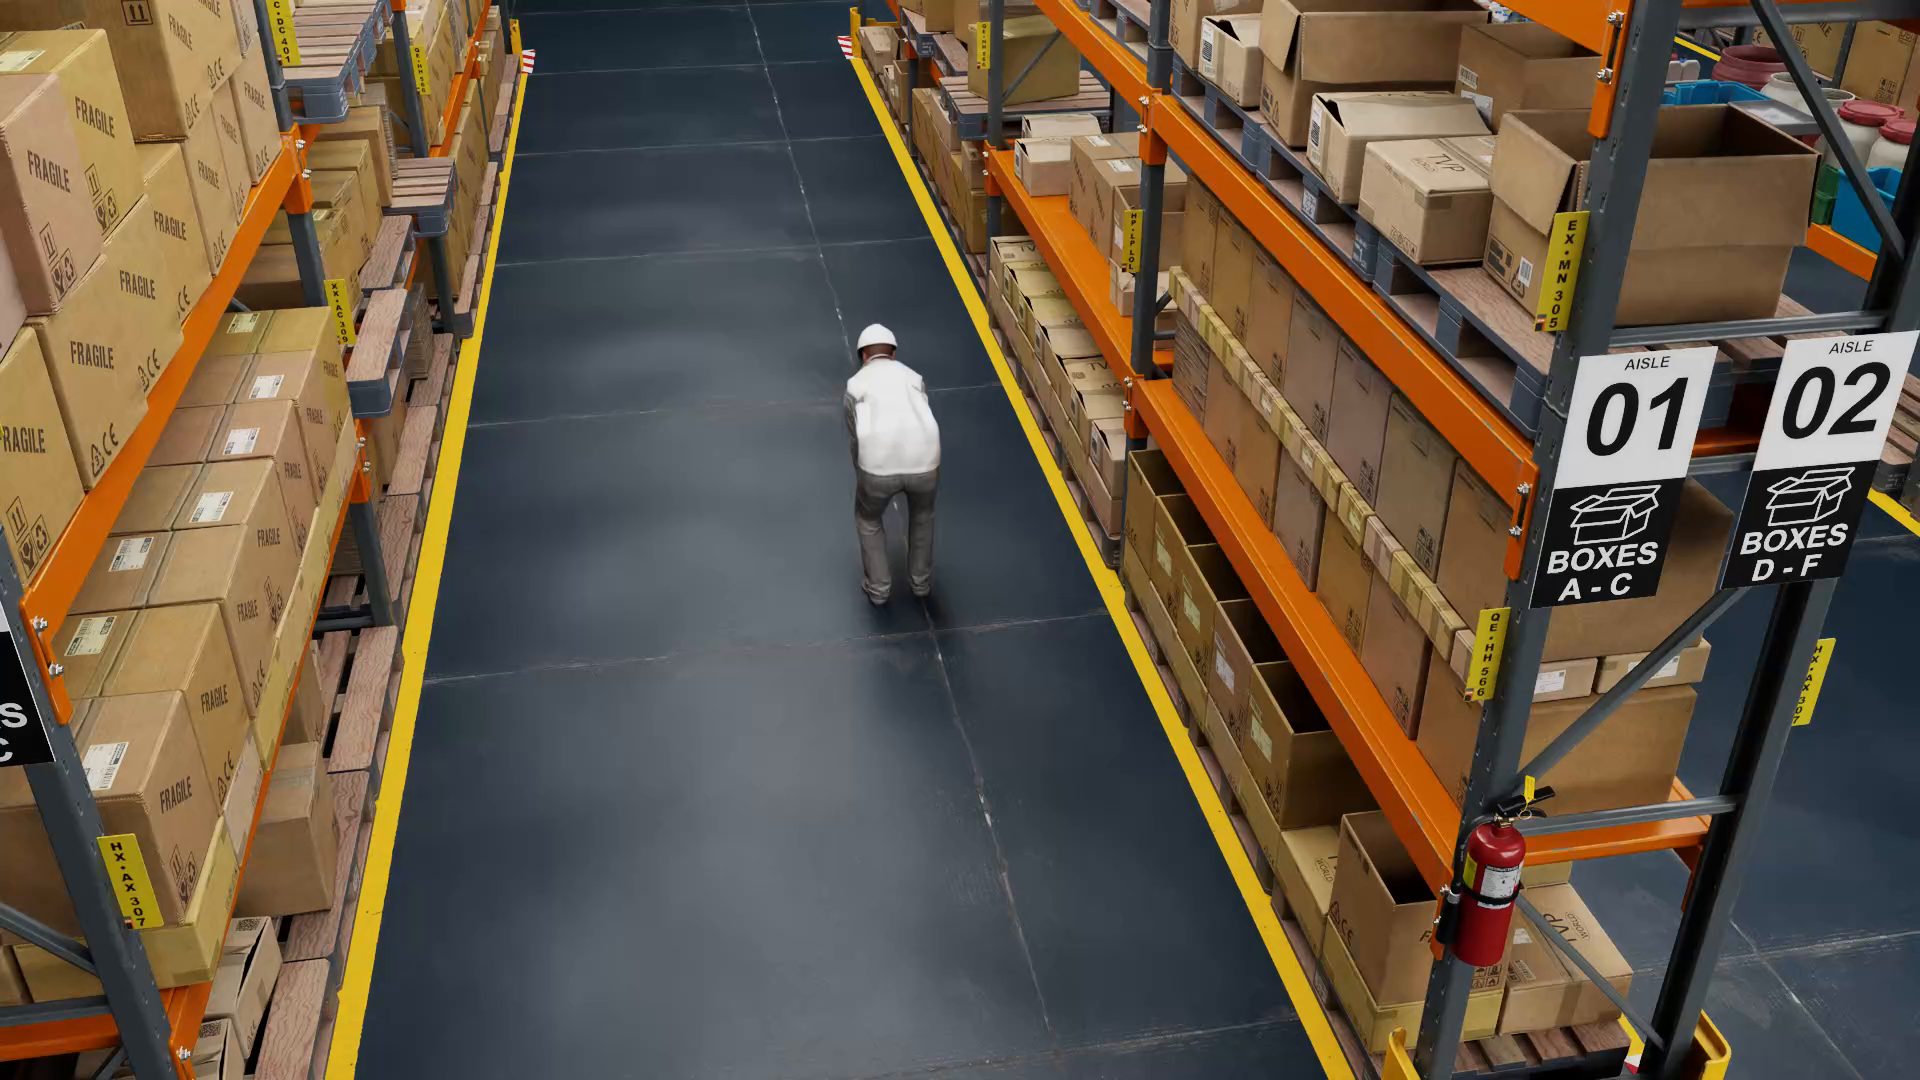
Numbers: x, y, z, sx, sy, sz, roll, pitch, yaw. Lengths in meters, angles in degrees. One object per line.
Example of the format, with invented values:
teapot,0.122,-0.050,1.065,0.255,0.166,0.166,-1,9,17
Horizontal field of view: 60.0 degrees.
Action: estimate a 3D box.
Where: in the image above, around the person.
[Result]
person,-0.388,-0.410,9.189,0.465,1.389,0.920,-6,31,-10
